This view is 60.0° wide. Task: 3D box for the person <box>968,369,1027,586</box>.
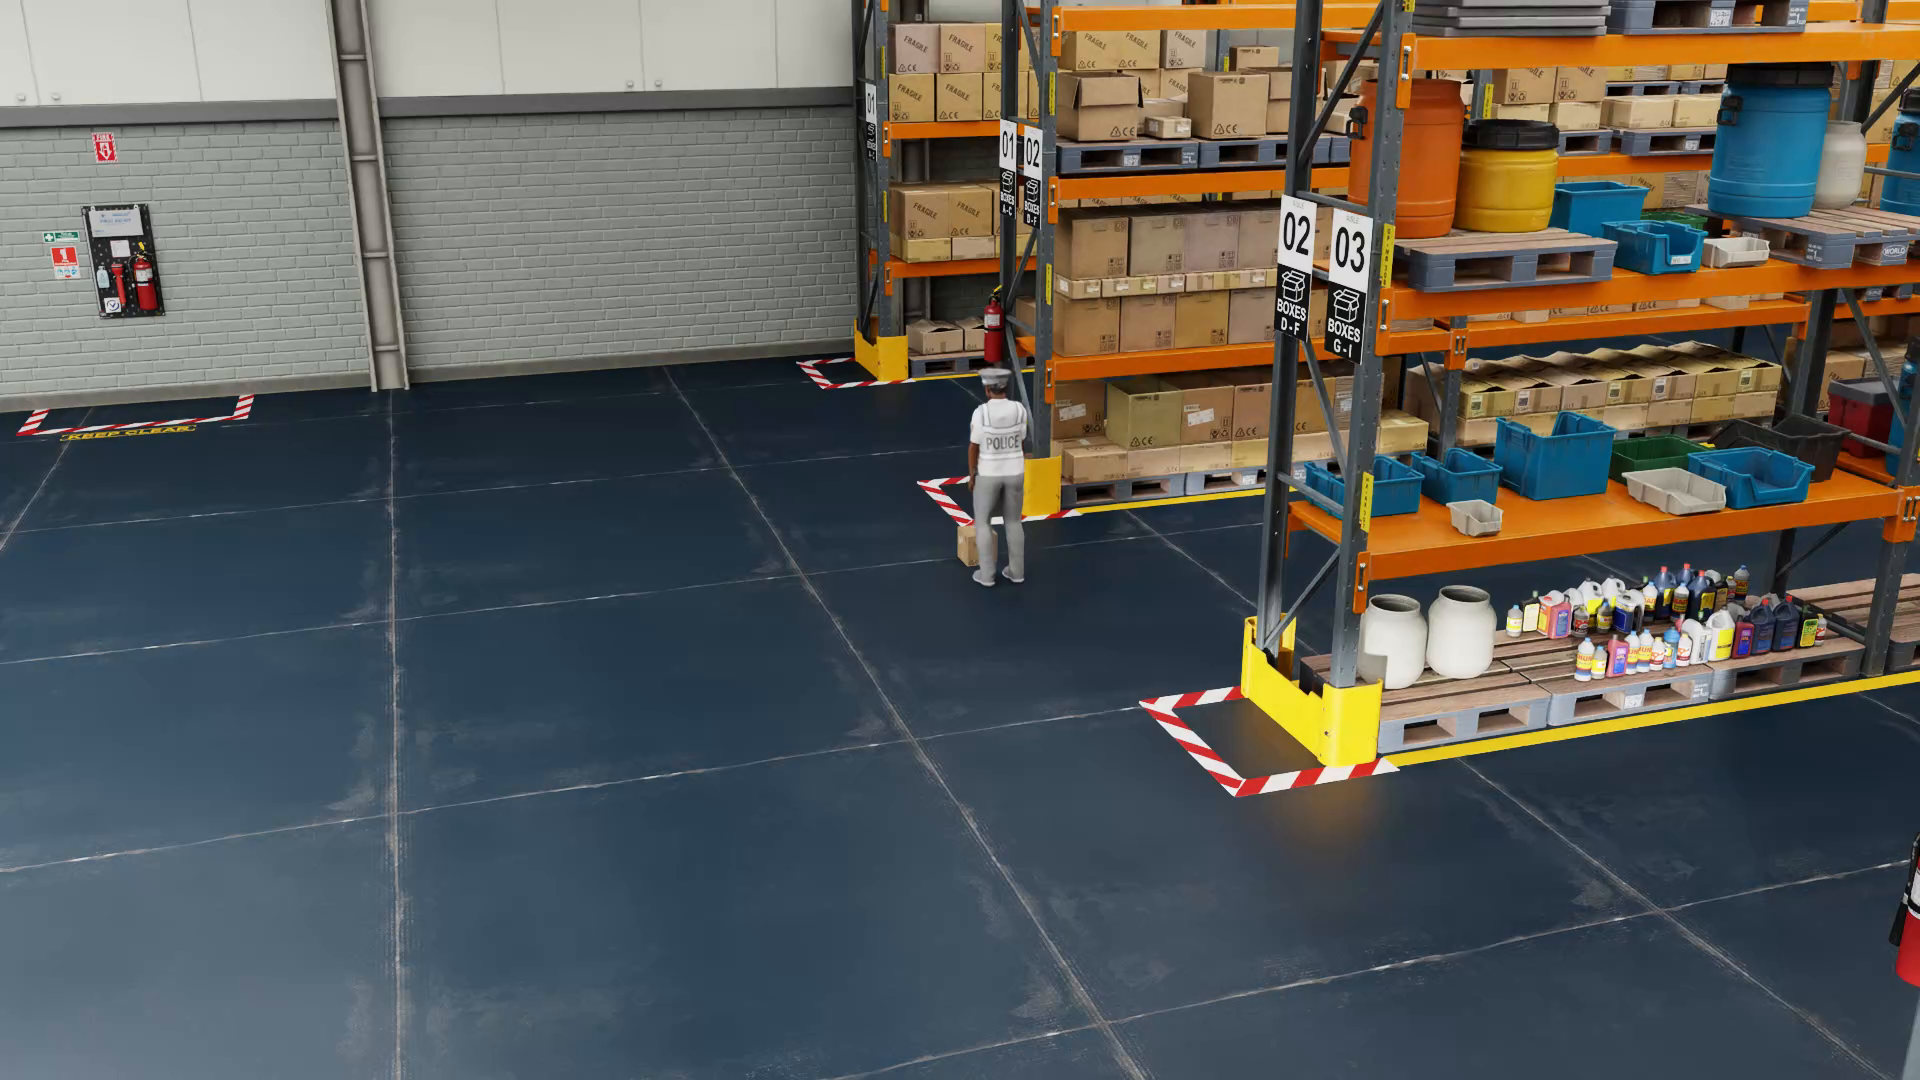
[{"bbox_3d":[0.274,-0.462,12.411,0.441,1.652,0.338,-6,20,-16],"label":"person"}]
